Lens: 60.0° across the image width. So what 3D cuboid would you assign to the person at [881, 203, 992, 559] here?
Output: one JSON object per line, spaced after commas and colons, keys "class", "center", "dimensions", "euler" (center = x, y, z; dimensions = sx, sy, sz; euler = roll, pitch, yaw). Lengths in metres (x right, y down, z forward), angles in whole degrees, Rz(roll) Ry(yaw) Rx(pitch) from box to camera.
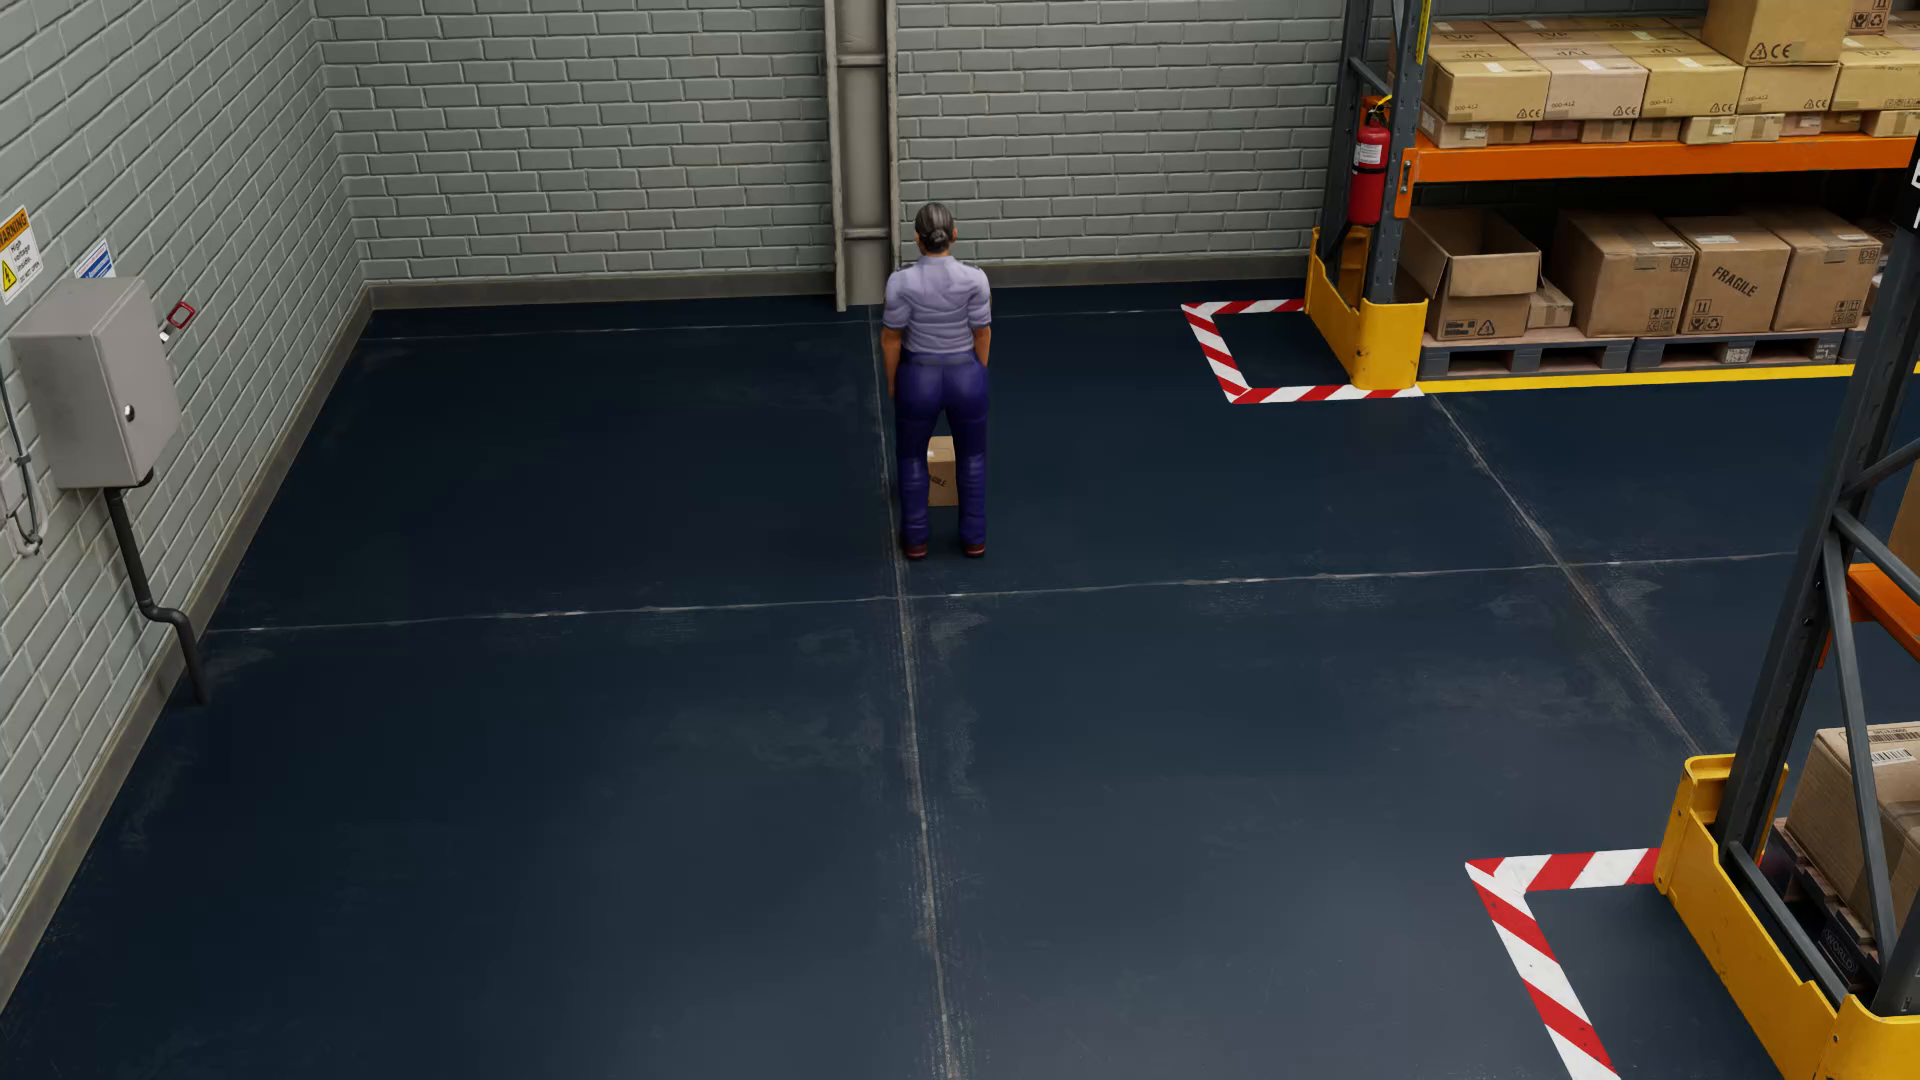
{"class": "person", "center": [-0.103, -0.672, 7.268], "dimensions": [0.474, 1.640, 0.339], "euler": [-2, 31, -4]}
